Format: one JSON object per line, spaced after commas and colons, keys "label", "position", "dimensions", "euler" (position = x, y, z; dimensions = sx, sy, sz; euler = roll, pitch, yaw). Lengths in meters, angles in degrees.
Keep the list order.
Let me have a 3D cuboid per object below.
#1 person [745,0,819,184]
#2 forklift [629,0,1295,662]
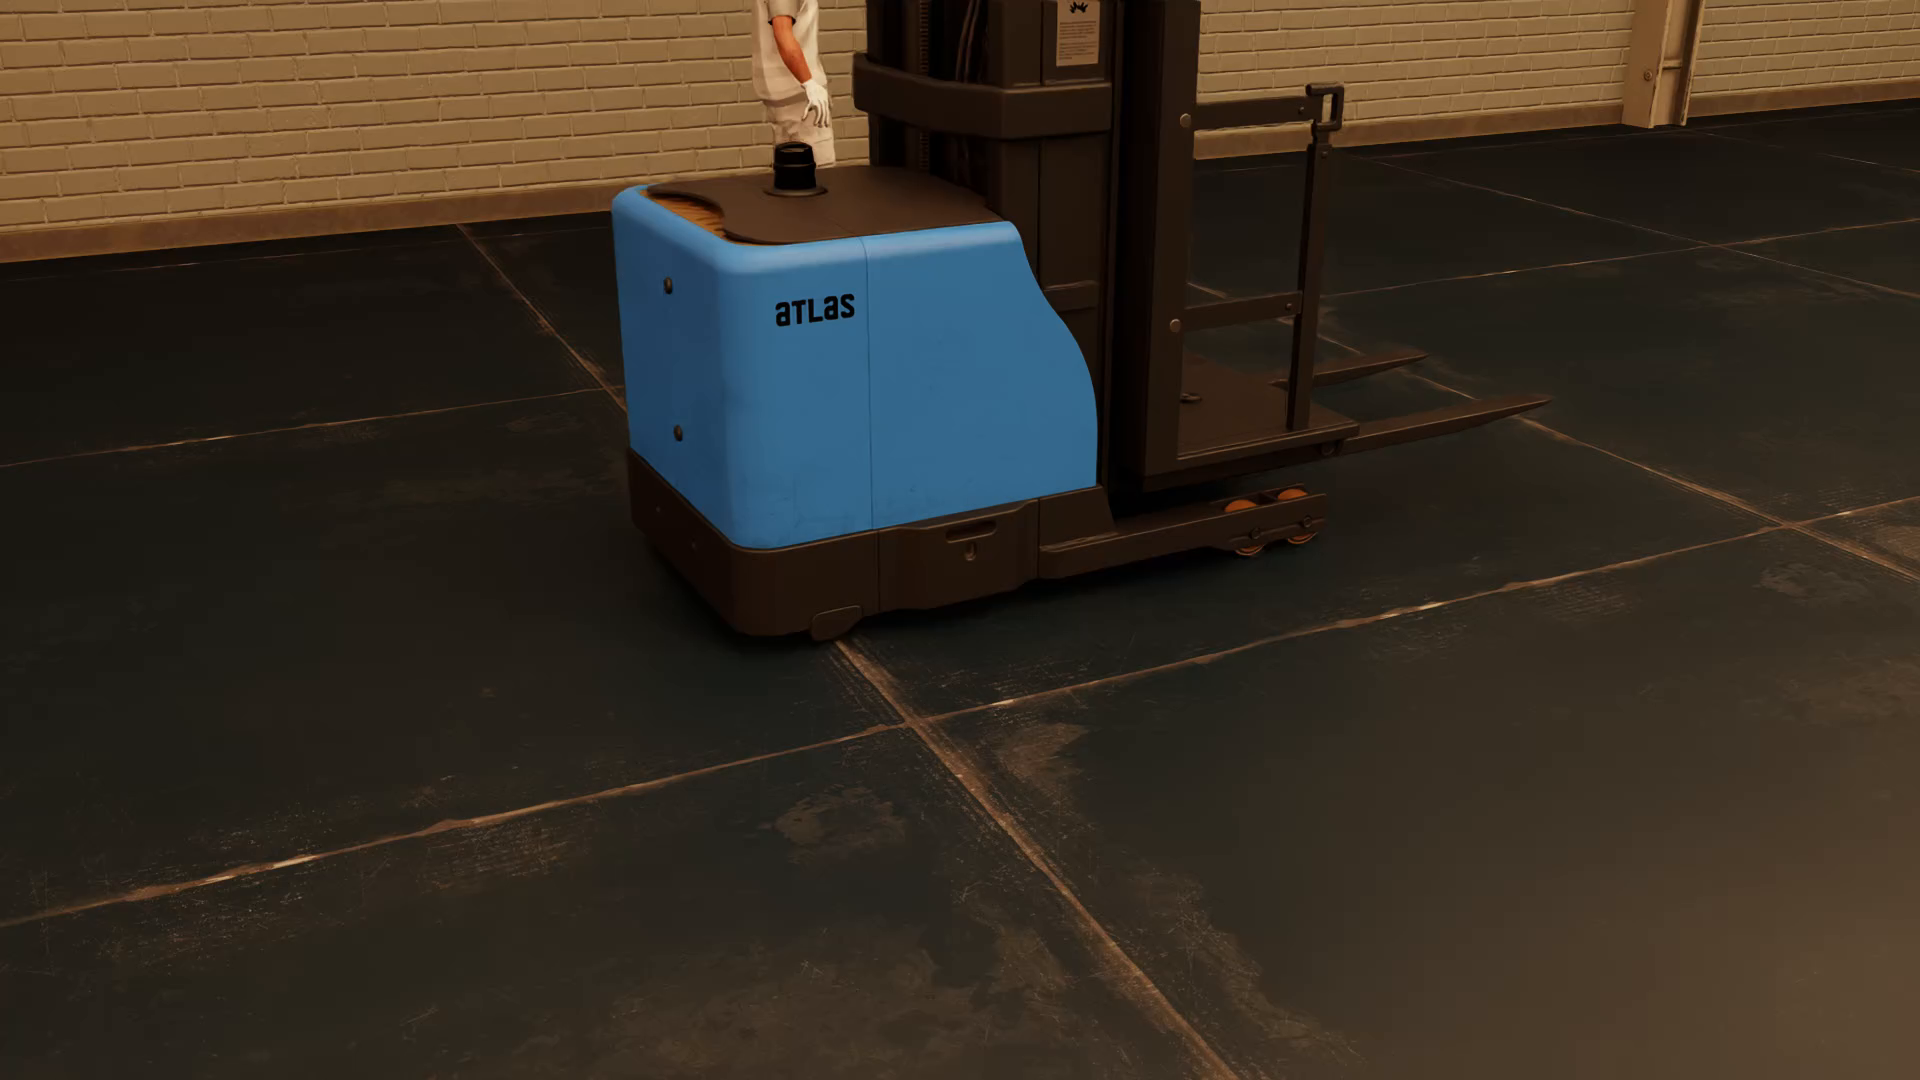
{"label": "person", "position": [-0.694, -2.083, 7.774], "dimensions": [0.564, 1.790, 0.647], "euler": [-9, 24, -21]}
{"label": "forklift", "position": [0.294, -1.569, 5.063], "dimensions": [1.130, 2.935, 3.031], "euler": [12, 25, 27]}
